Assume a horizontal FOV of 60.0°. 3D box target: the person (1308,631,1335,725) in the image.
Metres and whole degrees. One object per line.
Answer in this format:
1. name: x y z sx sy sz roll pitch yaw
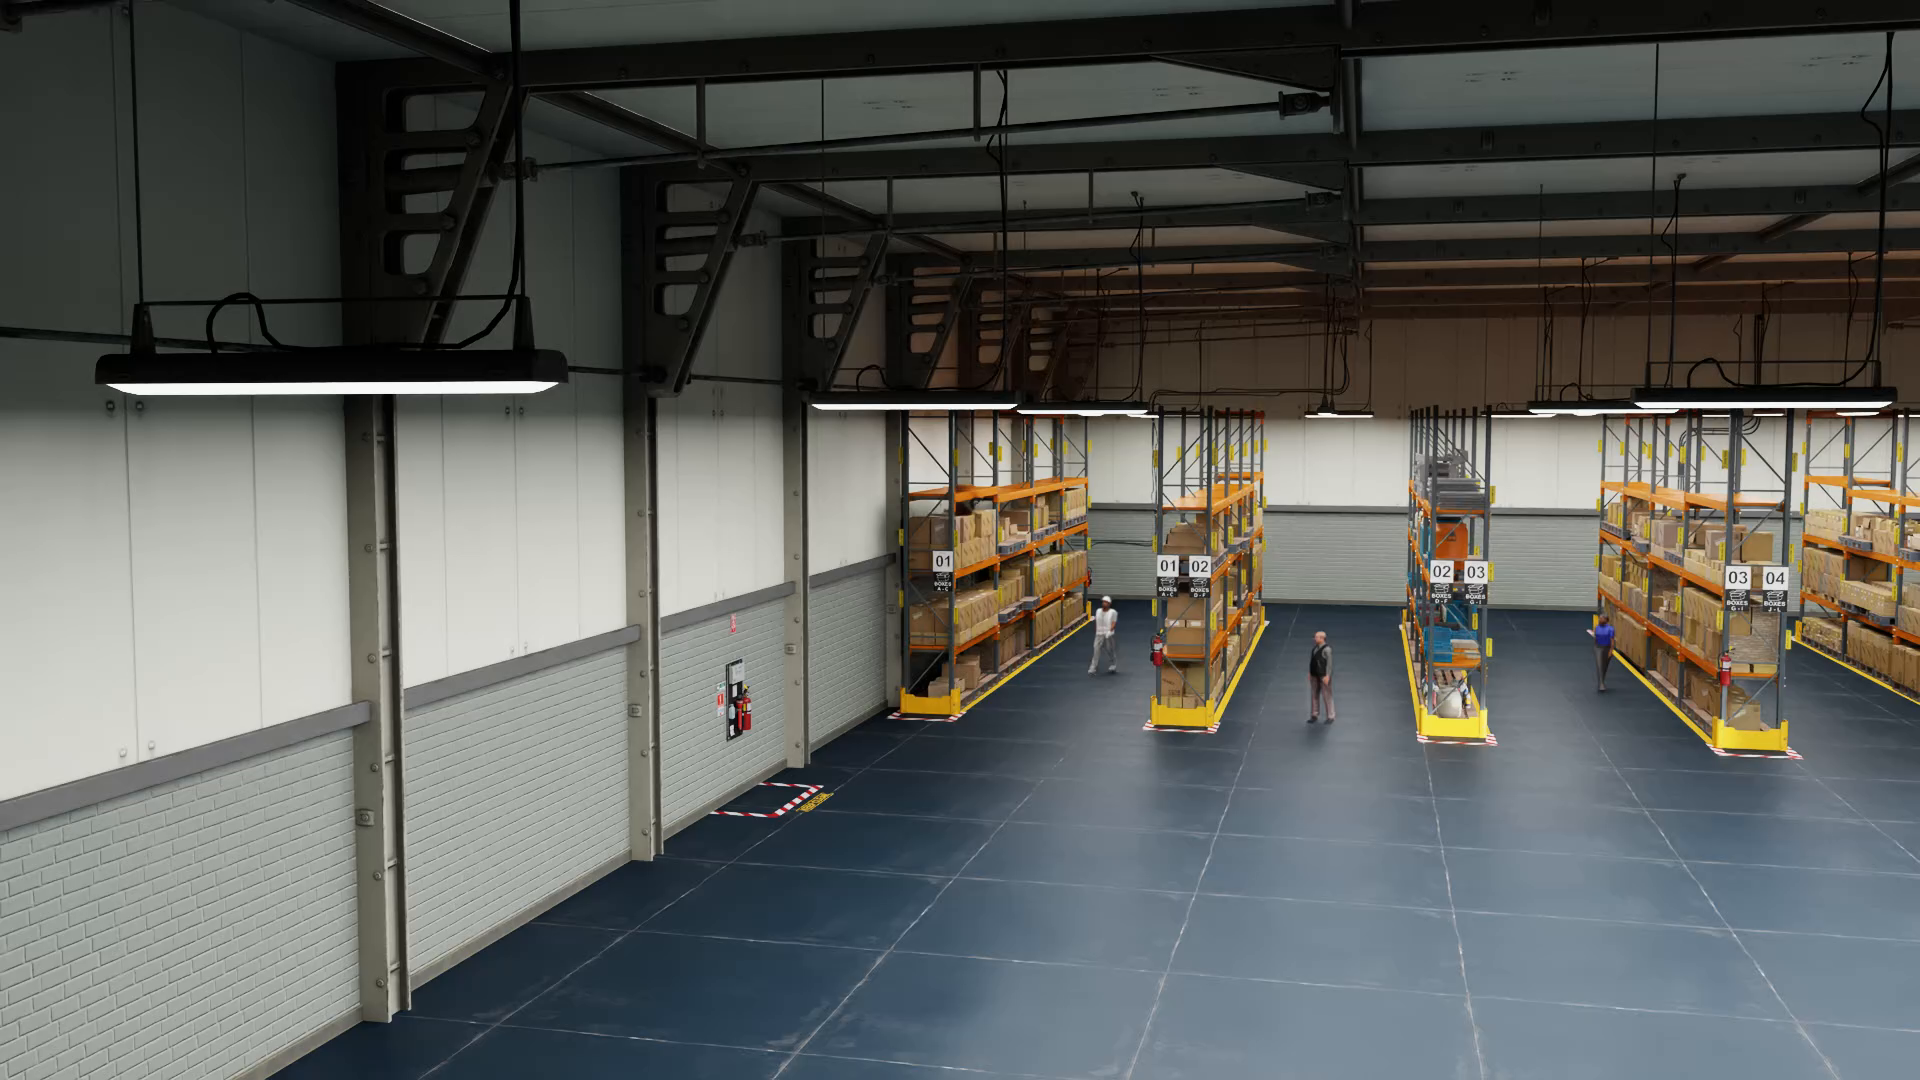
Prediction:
1. person: 6.819 2.620 31.533 0.429 1.779 0.574 -2 5 -30

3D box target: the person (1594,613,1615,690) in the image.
1. person: 13.748 2.364 35.497 0.391 1.601 1.003 1 4 8

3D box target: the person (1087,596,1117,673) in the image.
1. person: 3.234 2.137 37.525 0.572 1.708 1.079 2 5 25
